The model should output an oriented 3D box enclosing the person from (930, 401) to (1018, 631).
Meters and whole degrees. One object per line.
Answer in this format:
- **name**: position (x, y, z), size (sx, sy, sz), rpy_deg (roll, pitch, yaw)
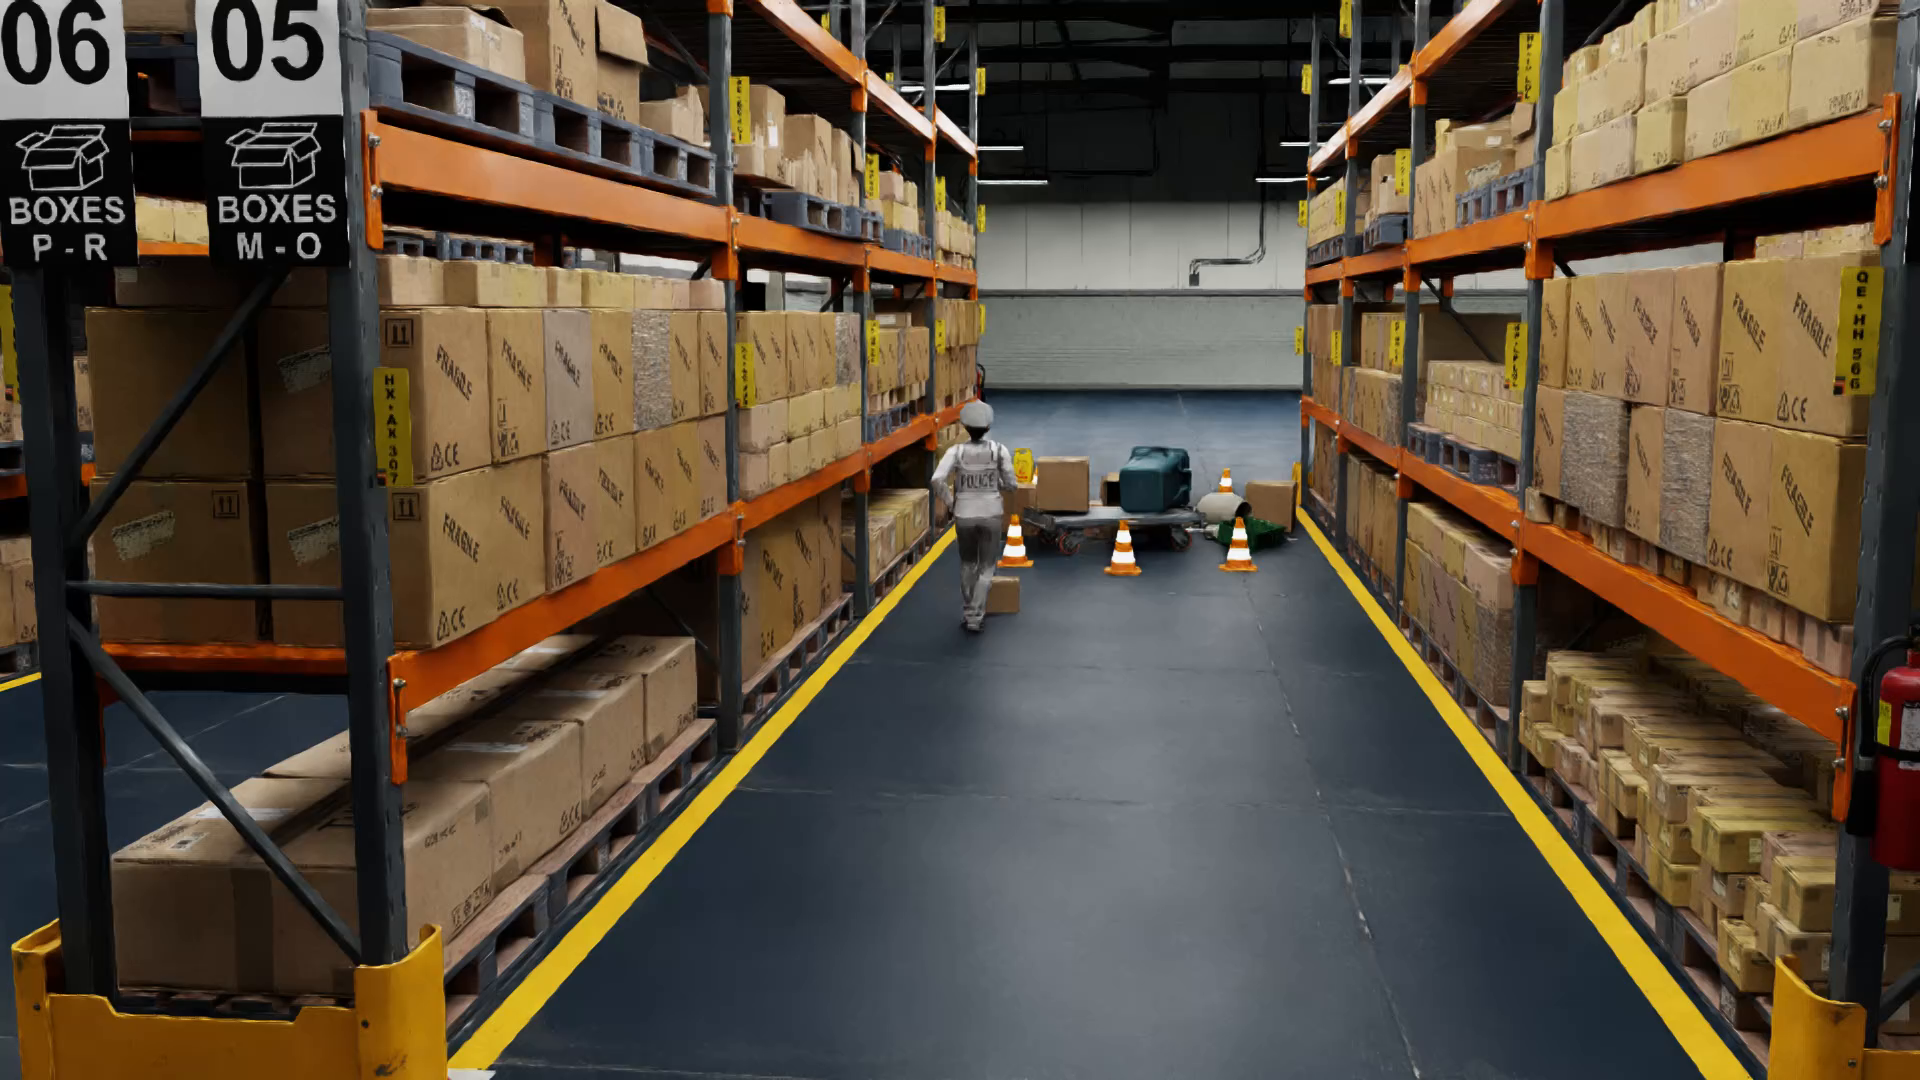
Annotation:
- **person**: position (0.125, -0.147, 11.989), size (0.593, 1.718, 0.618), rpy_deg (1, 8, 8)
